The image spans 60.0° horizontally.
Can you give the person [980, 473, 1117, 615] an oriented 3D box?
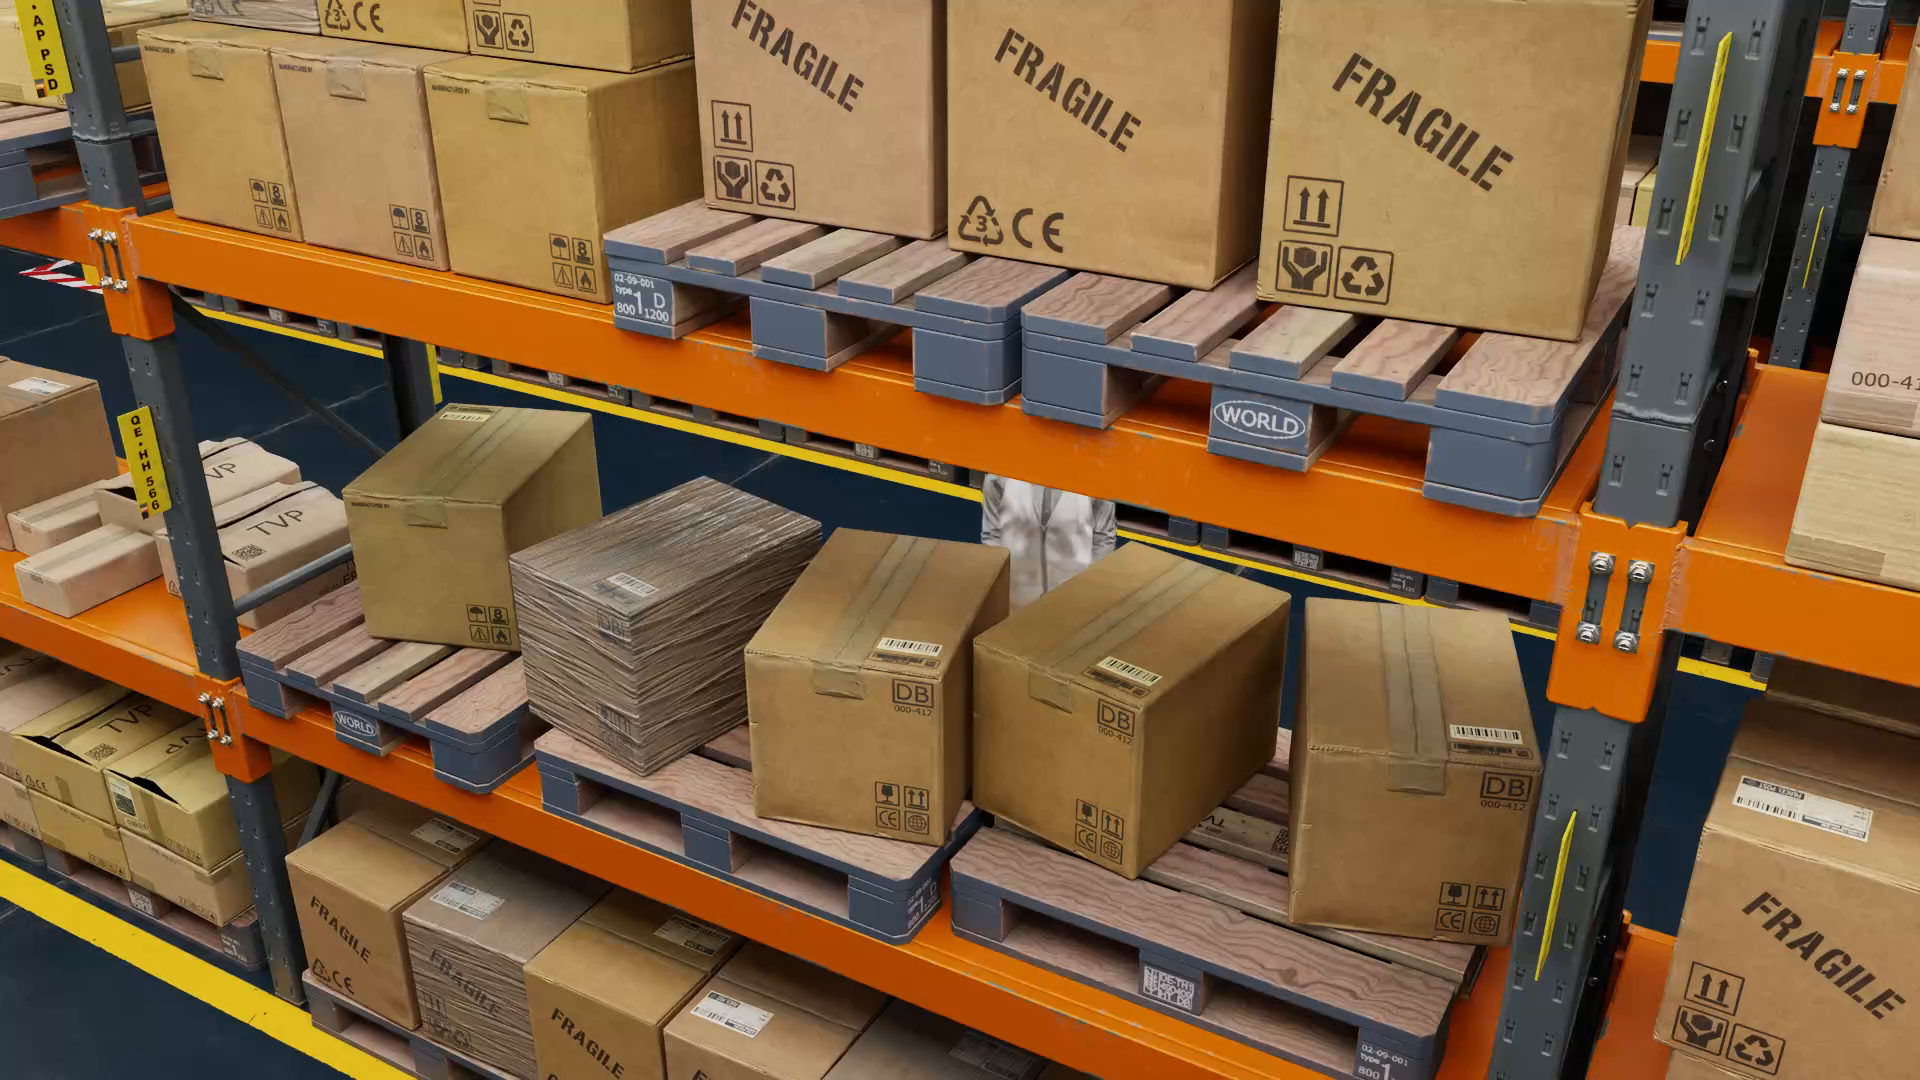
[{"bbox_3d":[0.320,0.240,6.577,0.576,1.781,0.478,1,26,2],"label":"person"}]
